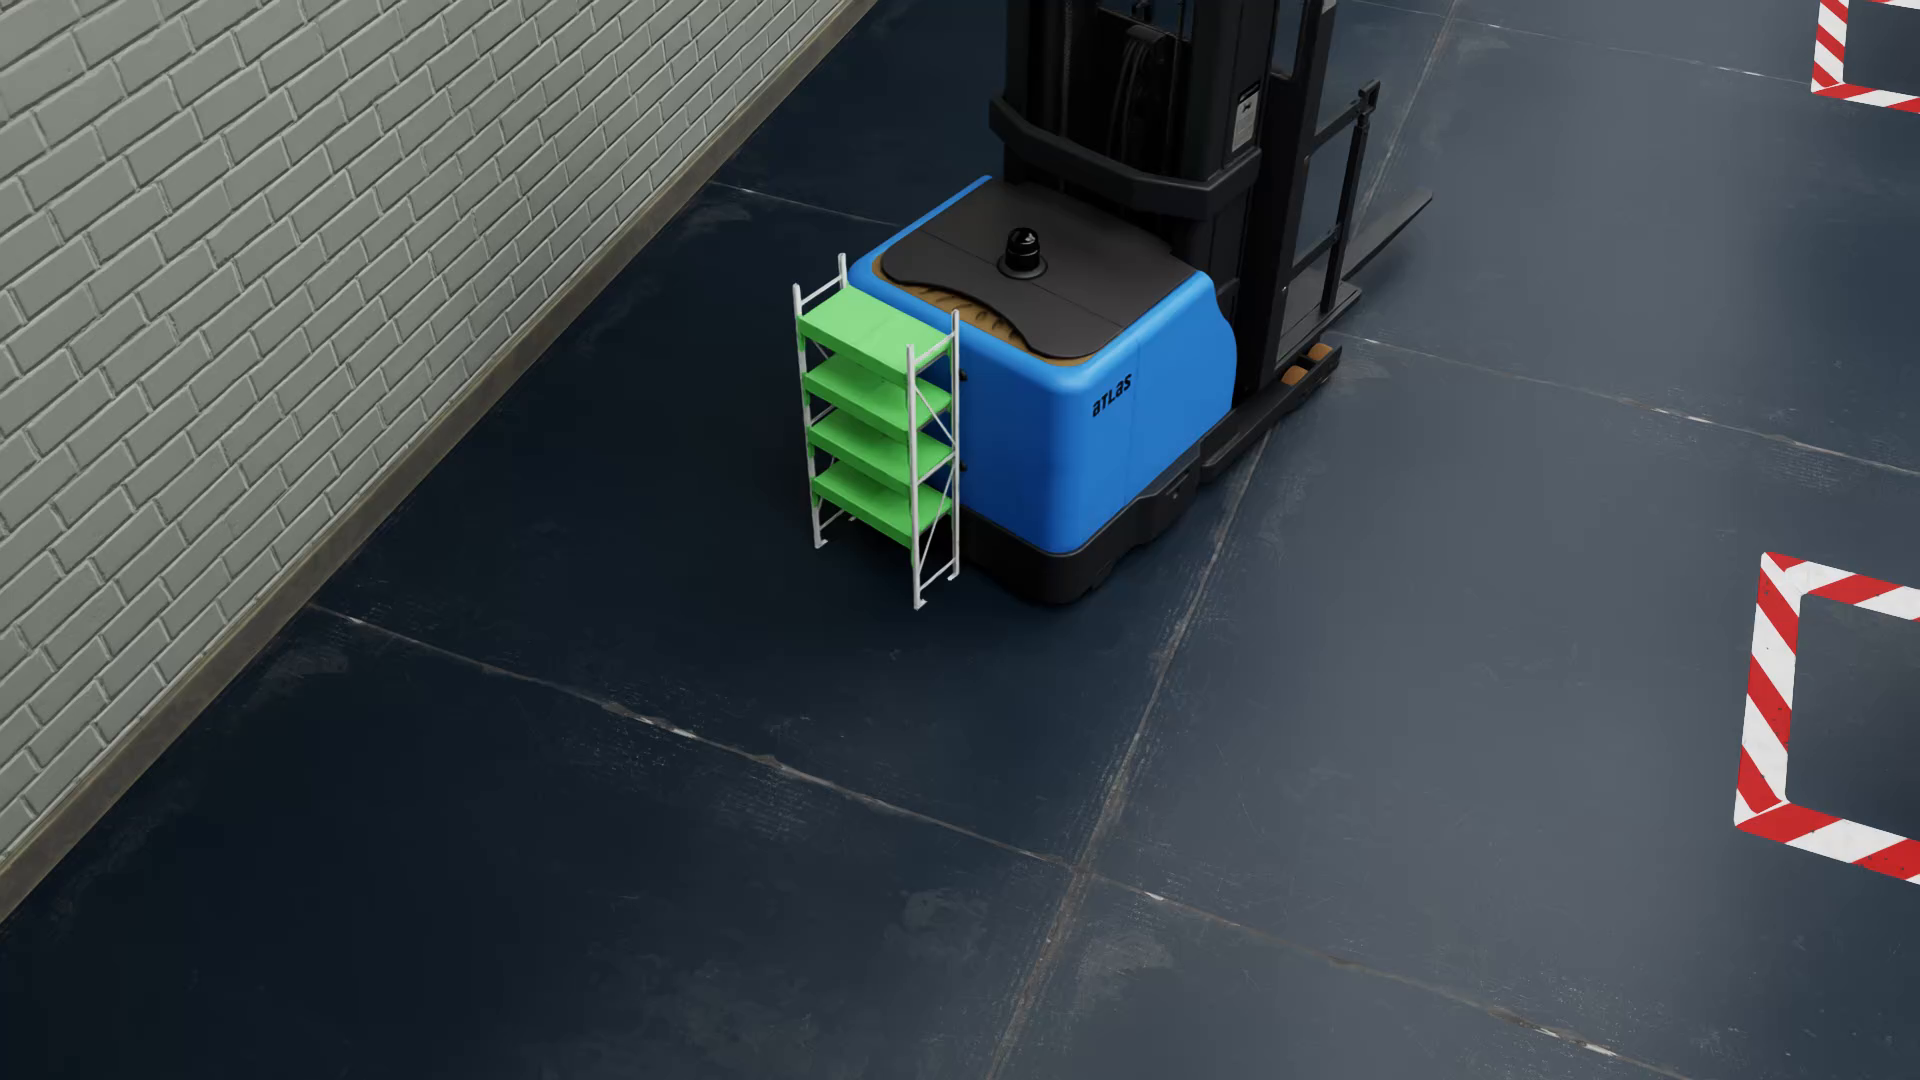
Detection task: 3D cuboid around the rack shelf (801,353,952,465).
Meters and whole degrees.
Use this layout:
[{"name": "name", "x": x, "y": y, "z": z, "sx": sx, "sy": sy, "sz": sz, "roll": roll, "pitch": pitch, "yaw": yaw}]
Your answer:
[{"name": "rack shelf", "x": -0.273, "y": -0.474, "z": 5.626, "sx": 0.480, "sy": 0.148, "sz": 0.258, "roll": 30, "pitch": 52, "yaw": 27}]

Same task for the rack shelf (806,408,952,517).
[{"name": "rack shelf", "x": -0.273, "y": -0.304, "z": 5.795, "sx": 0.480, "sy": 0.148, "sz": 0.258, "roll": 30, "pitch": 52, "yaw": 27}]

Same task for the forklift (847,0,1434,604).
[{"name": "forklift", "x": 0.922, "y": -1.788, "z": 5.969, "sx": 1.130, "sy": 2.935, "sz": 3.031, "roll": 30, "pitch": 52, "yaw": 27}]

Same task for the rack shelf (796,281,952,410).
[{"name": "rack shelf", "x": -0.273, "y": -0.644, "z": 5.456, "sx": 0.480, "sy": 0.148, "sz": 0.258, "roll": 30, "pitch": 52, "yaw": 27}]

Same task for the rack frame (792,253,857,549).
[{"name": "rack frame", "x": -0.461, "y": -0.459, "z": 5.860, "sx": 0.015, "sy": 1.200, "sz": 0.240, "roll": 30, "pitch": 52, "yaw": 27}]

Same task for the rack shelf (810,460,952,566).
[{"name": "rack shelf", "x": -0.273, "y": -0.133, "z": 5.964, "sx": 0.480, "sy": 0.148, "sz": 0.258, "roll": 30, "pitch": 52, "yaw": 27}]

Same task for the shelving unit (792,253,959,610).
[{"name": "shelving unit", "x": -0.273, "y": -0.349, "z": 5.750, "sx": 0.503, "sy": 1.200, "sz": 0.258, "roll": 30, "pitch": 52, "yaw": 27}]

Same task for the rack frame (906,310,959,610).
[{"name": "rack frame", "x": -0.085, "y": -0.239, "z": 5.640, "sx": 0.015, "sy": 1.200, "sz": 0.240, "roll": 30, "pitch": 52, "yaw": 27}]
